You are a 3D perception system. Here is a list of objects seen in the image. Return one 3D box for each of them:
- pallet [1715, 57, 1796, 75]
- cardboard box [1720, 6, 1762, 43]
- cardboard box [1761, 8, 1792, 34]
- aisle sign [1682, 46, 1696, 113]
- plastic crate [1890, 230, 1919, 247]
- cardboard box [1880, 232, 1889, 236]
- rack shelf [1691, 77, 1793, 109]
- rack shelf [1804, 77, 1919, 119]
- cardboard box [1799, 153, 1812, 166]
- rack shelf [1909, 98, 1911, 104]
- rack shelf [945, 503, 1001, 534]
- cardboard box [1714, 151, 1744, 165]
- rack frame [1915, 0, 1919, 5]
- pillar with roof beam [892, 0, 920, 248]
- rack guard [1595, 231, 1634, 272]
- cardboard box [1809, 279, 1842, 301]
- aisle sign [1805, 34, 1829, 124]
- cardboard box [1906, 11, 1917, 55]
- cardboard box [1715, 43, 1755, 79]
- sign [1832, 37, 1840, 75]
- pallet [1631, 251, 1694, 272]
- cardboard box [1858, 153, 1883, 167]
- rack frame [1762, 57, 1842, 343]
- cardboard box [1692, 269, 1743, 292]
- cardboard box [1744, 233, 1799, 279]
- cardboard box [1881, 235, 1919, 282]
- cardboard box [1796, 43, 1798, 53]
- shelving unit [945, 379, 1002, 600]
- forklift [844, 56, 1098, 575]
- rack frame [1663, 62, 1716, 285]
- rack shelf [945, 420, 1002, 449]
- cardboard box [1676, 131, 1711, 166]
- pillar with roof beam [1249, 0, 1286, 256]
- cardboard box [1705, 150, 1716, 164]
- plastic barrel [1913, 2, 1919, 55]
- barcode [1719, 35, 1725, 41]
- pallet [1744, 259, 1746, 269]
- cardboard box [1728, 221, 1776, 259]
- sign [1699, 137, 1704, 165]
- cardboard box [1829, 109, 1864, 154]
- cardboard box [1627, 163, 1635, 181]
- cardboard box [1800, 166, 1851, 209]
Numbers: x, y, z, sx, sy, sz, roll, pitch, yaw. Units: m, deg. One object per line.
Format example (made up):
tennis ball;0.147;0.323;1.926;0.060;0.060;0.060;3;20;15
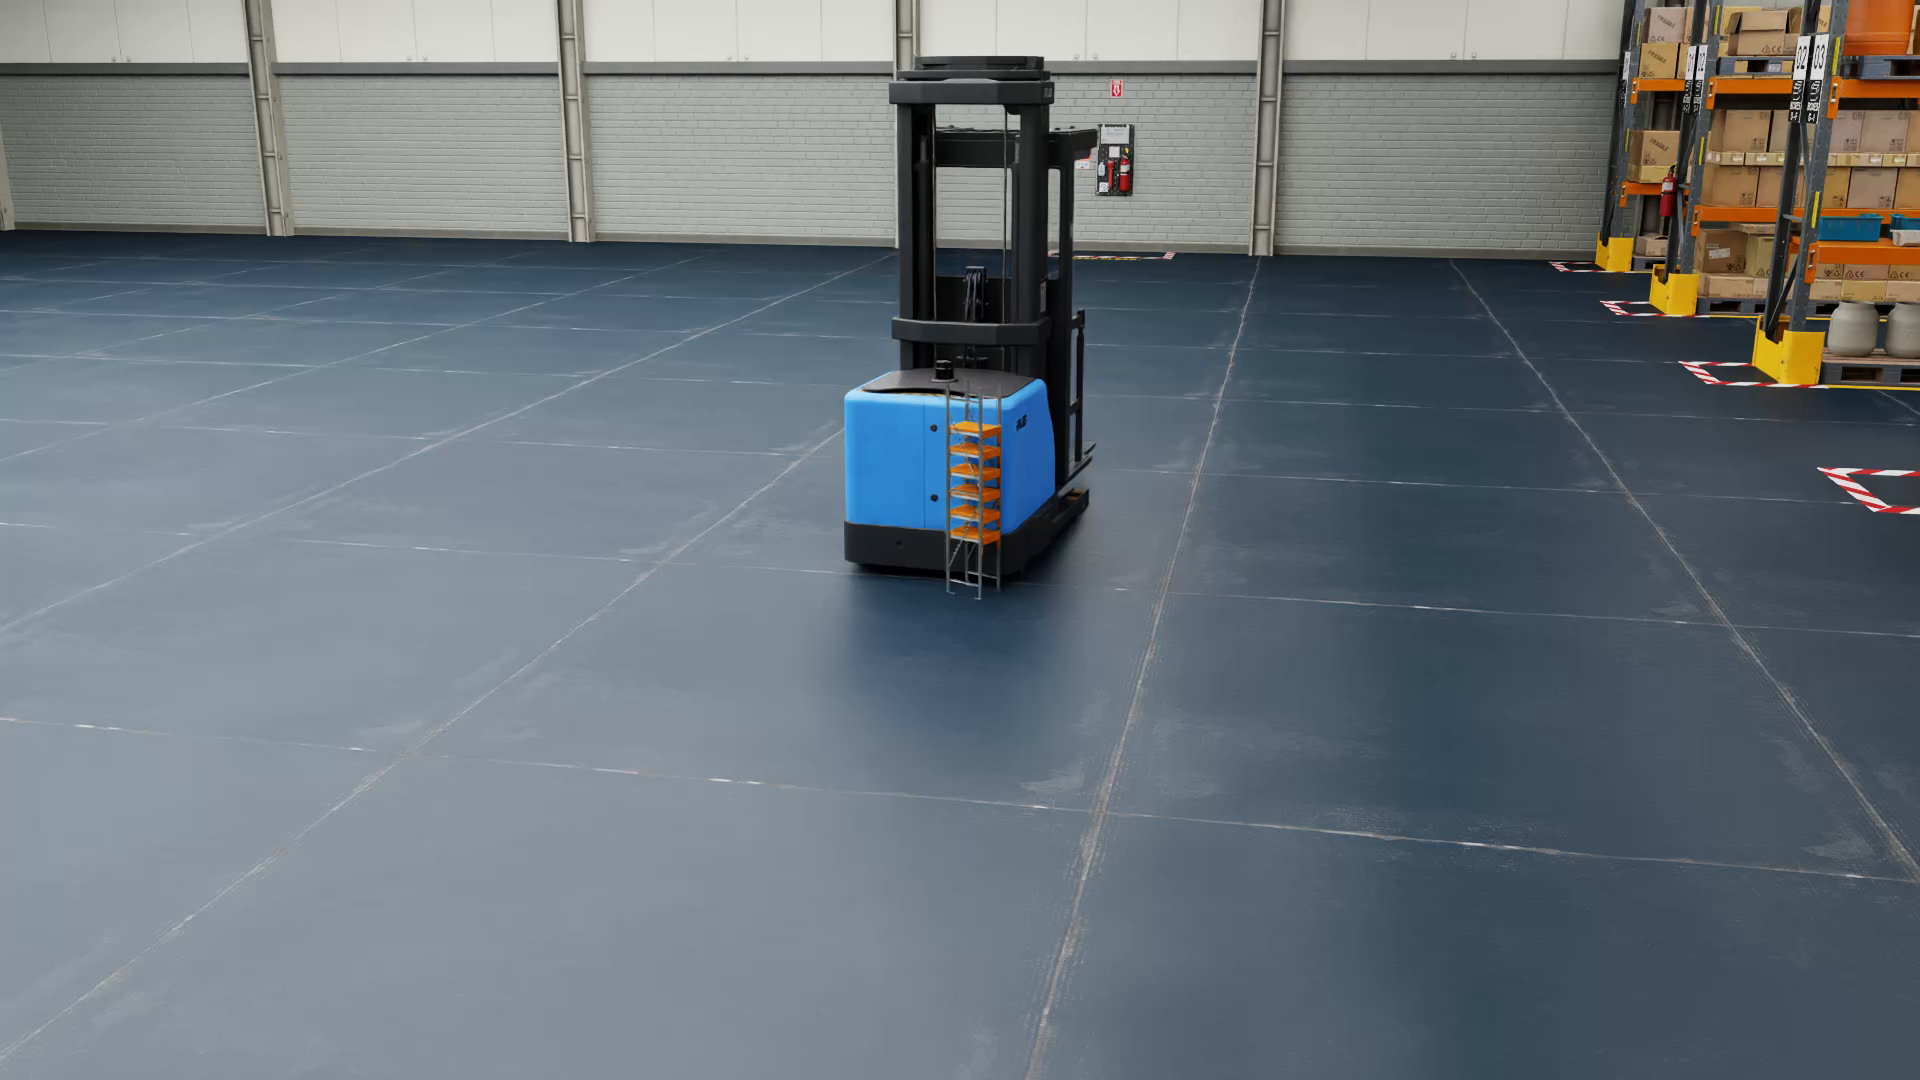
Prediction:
pallet;9.712;-5.723;20.082;1.213;0.211;1.003;3;16;11
cardboard box;11.323;-7.498;24.224;0.500;0.500;0.500;4;16;13
cardboard box;11.990;-7.605;24.610;0.500;0.500;0.500;3;16;11
aisle sign;9.019;-5.698;20.574;0.004;0.787;0.394;3;16;11
plastic crate;8.847;-2.810;15.513;0.250;0.136;0.298;3;16;11
cardboard box;11.572;-3.551;20.650;0.500;0.500;0.500;3;16;11
rack shelf;10.984;-5.357;19.942;4.000;0.370;1.077;3;16;11
rack shelf;9.994;-4.062;15.265;4.000;0.370;1.077;3;16;11
cardboard box;10.116;-4.608;20.104;0.250;0.149;0.380;3;16;10
rack shelf;15.888;-6.441;23.853;4.000;0.370;1.077;3;16;11
rack shelf;0.075;-0.121;9.298;0.258;0.103;0.180;11;19;34
cardboard box;9.366;-4.648;20.252;0.250;0.149;0.380;3;16;11
rack frame;13.928;-8.339;23.740;0.127;3.000;1.000;3;16;11
pillar with roof beam;-1.751;-8.253;23.430;0.400;9.000;9.100;3;16;11
rack guard;10.083;-4.452;25.629;0.348;0.500;1.175;3;16;11
cardboard box;10.486;-3.103;20.440;0.500;0.250;0.500;3;16;11
aisle sign;7.905;-4.249;15.344;0.004;0.787;0.394;3;16;11
cardboard box;11.356;-6.038;19.809;0.637;0.503;0.797;5;16;17
cardboard box;11.315;-7.017;24.360;0.500;0.500;0.500;4;16;14
sign;7.920;-4.375;15.033;0.005;0.325;0.100;3;16;11
pallet;10.872;-4.261;25.478;1.213;0.211;1.003;3;16;11
cardboard box;10.872;-4.566;19.956;0.250;0.149;0.380;3;16;12
rack frame;8.034;-3.069;15.953;0.127;3.000;1.000;3;16;11
cardboard box;9.609;-3.291;21.118;0.500;0.250;0.500;3;16;11
cardboard box;9.996;-3.491;20.434;0.500;0.500;0.500;3;16;11
cardboard box;11.468;-3.414;20.155;0.500;0.500;0.500;3;16;11
cardboard box;10.142;-5.851;19.796;0.250;0.149;0.380;3;16;11
shelving unit;0.075;-0.280;9.254;0.258;1.200;0.189;11;19;34
forklift;0.237;-1.562;10.641;1.130;2.935;3.031;5;16;16
rack frame;9.025;-4.365;20.631;0.127;3.000;1.000;3;16;11
rack shelf;0.075;-0.584;9.170;0.258;0.103;0.180;11;19;34
cardboard box;10.898;-5.827;24.747;0.500;0.500;0.500;3;16;11
pillar with roof beam;4.129;-7.934;22.278;0.400;9.000;9.100;3;16;11
cardboard box;9.437;-4.755;20.637;0.250;0.149;0.380;3;16;10
plastic barrel;9.176;-4.781;15.373;0.600;0.588;0.600;0;15;0
barcode;9.416;-6.200;20.550;0.075;0.075;0.001;3;16;11
pallet;12.064;-4.195;25.241;1.213;0.211;1.003;3;16;11
cardboard box;11.936;-4.526;25.069;0.500;0.500;0.700;2;16;8
sign;8.908;-4.675;19.981;0.005;0.325;0.100;3;16;11
cardboard box;10.542;-4.954;20.140;0.500;0.500;0.700;3;16;11
cardboard box;10.505;-5.624;25.420;0.500;0.250;0.500;3;16;12
cardboard box;10.480;-4.330;20.318;0.500;0.500;0.700;3;16;11
